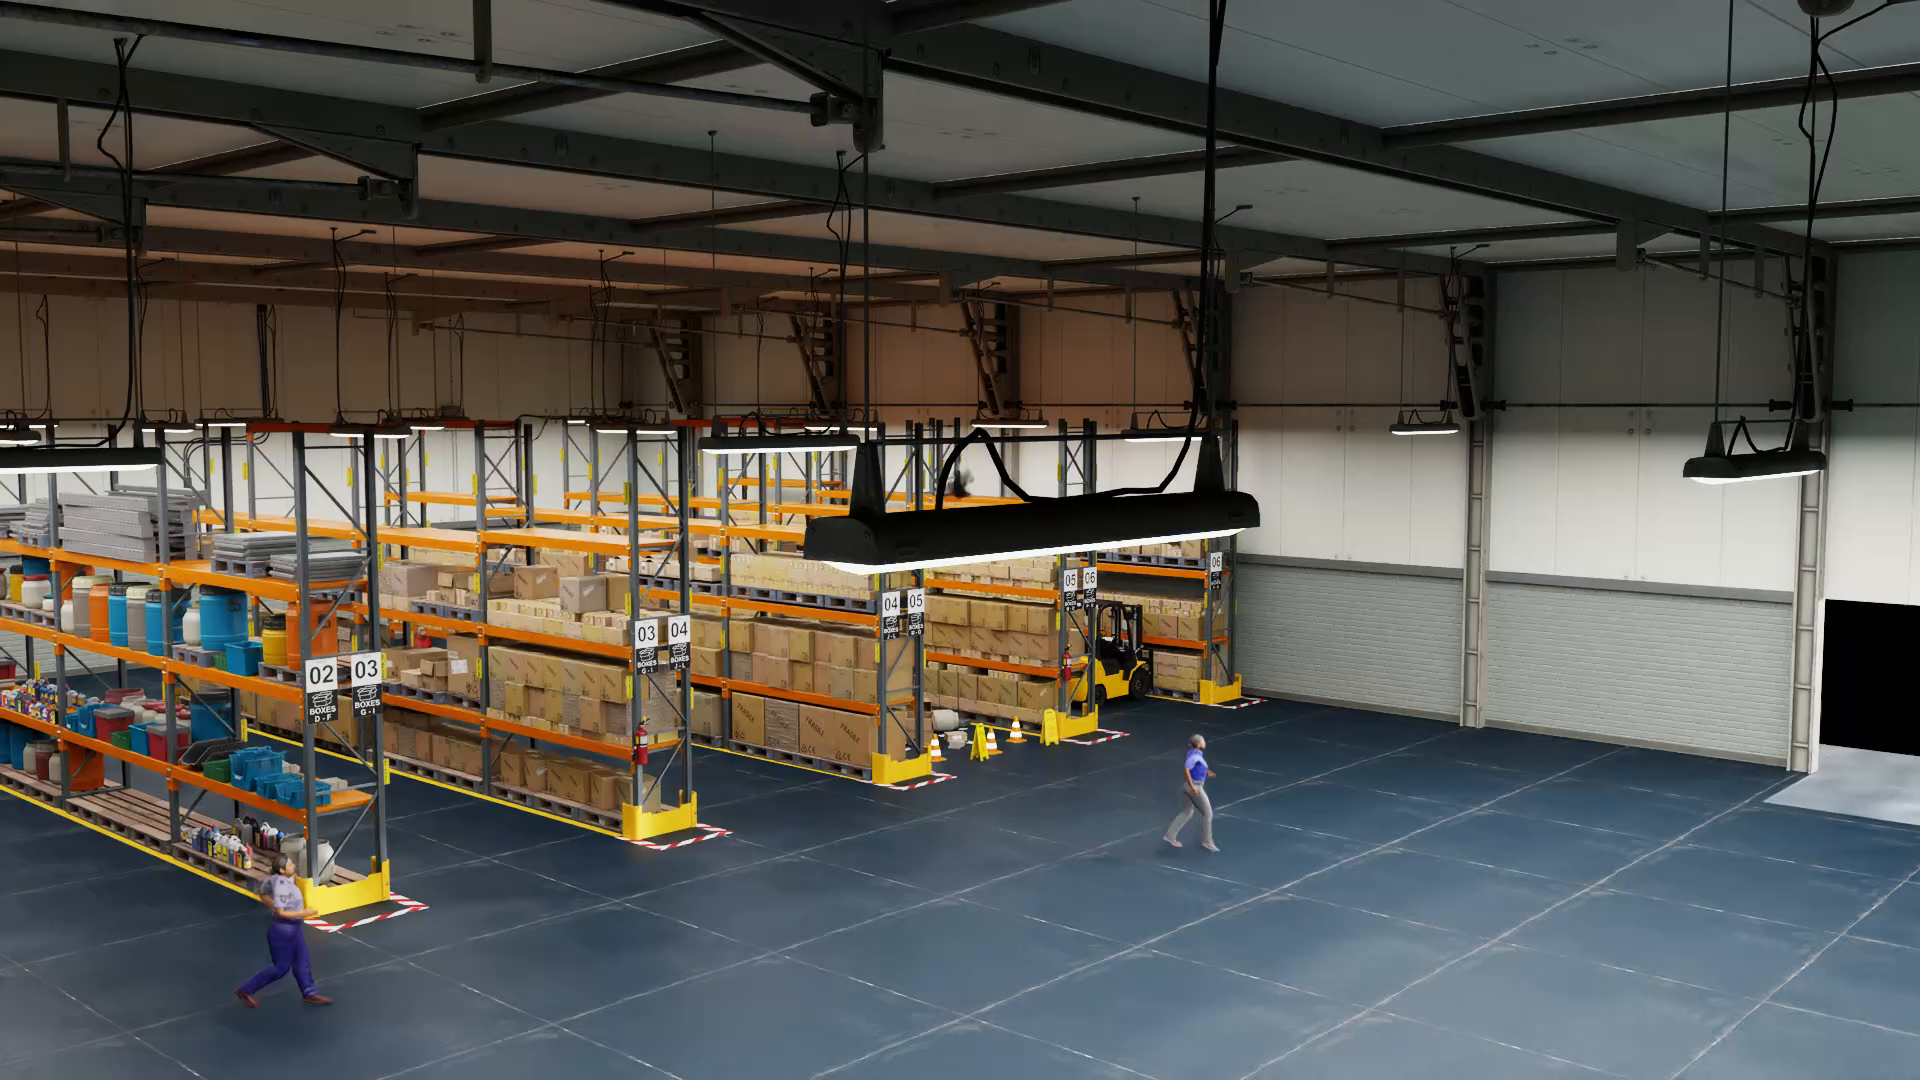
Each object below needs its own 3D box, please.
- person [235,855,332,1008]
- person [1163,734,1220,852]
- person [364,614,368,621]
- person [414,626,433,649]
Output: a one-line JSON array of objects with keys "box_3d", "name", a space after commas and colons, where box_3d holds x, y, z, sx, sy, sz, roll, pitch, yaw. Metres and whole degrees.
[{"box_3d": [-7.054, 4.092, 17.300, 0.930, 1.650, 0.613, -2, 5, -20], "name": "person"}, {"box_3d": [3.288, 3.587, 23.548, 0.799, 1.700, 0.570, -1, 5, -13], "name": "person"}, {"box_3d": [-13.264, 2.467, 36.864, 0.768, 1.722, 0.665, -4, 6, -40], "name": "person"}, {"box_3d": [-11.276, 2.641, 34.900, 0.593, 1.685, 0.665, 3, 6, 36], "name": "person"}]
